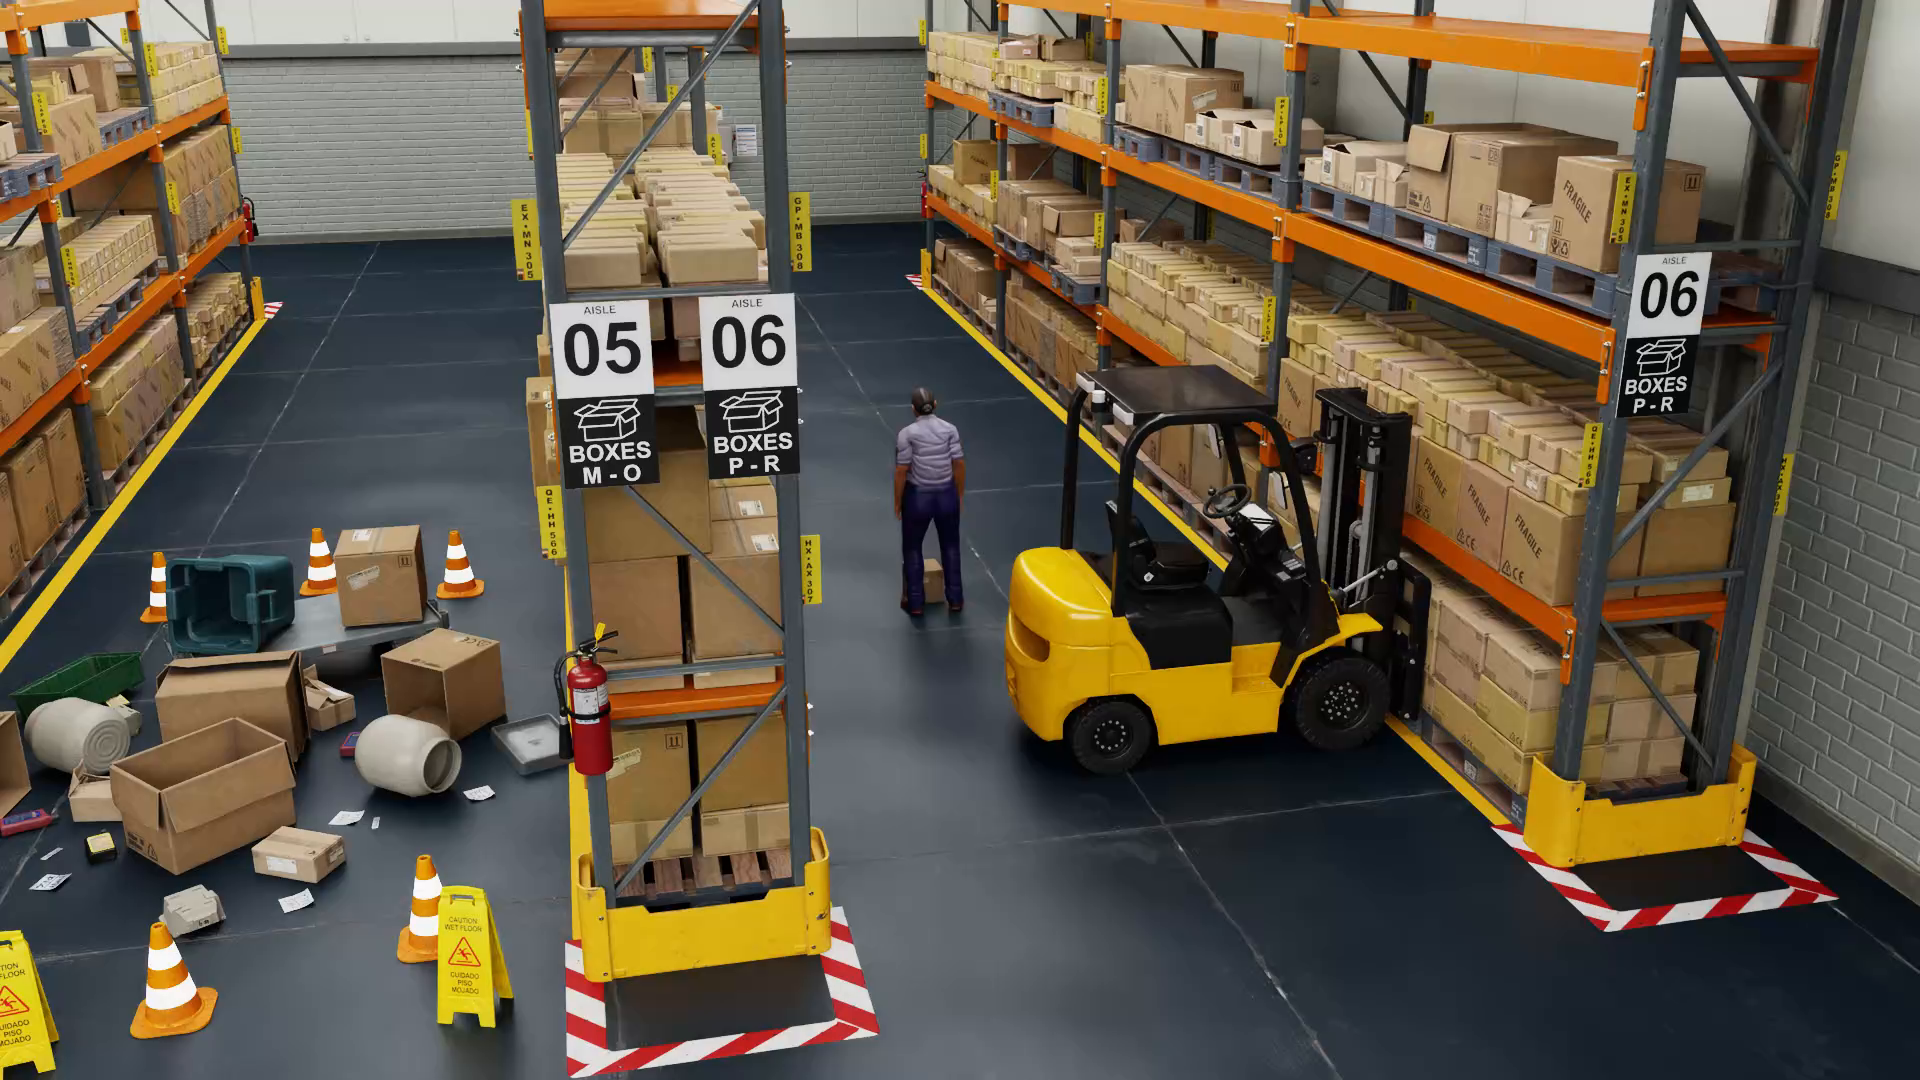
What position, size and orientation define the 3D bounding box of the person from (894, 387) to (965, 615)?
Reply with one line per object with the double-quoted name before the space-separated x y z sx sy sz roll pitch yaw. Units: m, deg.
"person" -0.208 -0.273 11.846 0.549 1.650 0.370 -5 20 -15
